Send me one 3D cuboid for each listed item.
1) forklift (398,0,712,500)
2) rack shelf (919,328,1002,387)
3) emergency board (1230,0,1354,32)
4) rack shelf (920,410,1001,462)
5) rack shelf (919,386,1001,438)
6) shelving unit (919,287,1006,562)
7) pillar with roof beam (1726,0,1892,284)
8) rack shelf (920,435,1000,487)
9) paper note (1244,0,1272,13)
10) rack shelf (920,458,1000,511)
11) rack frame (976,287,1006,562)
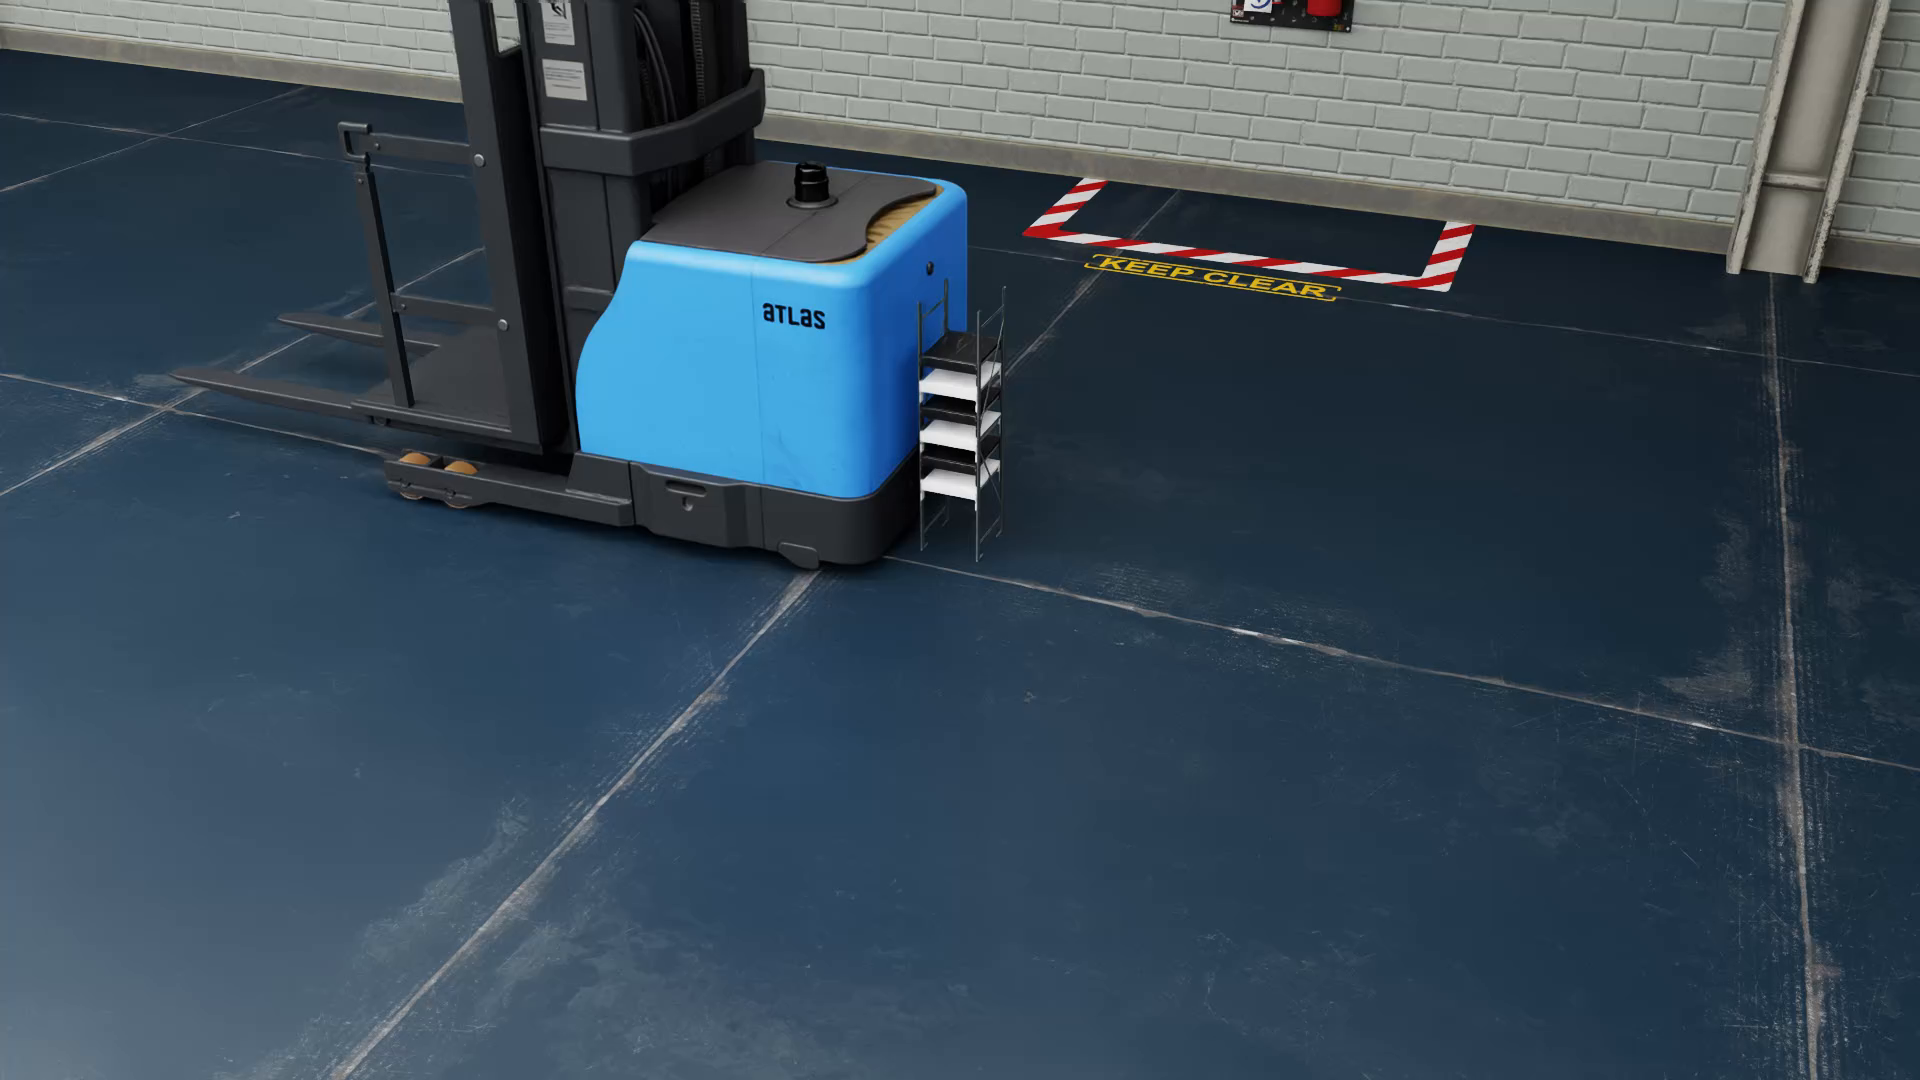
[{"bbox_3d":[-1.530,-1.620,5.638,3.031,2.935,1.121,10,31,18],"label":"forklift"},{"bbox_3d":[0.008,-0.596,5.409,0.200,0.077,0.258,11,31,19],"label":"rack shelf"},{"bbox_3d":[1.671,-3.106,8.197,0.643,1.169,0.194,11,31,19],"label":"emergency board"},{"bbox_3d":[0.008,-0.361,5.542,0.200,0.077,0.258,11,31,19],"label":"rack shelf"},{"bbox_3d":[0.008,-0.440,5.498,0.200,0.077,0.258,11,31,19],"label":"rack shelf"},{"bbox_3d":[-7.401,-3.354,10.769,18.469,0.900,6.000,11,31,19],"label":"shelving unit"},{"bbox_3d":[2.328,-3.280,2.408,0.400,9.000,9.100,11,31,19],"label":"pillar with roof beam"},{"bbox_3d":[0.008,-0.283,5.587,0.200,0.077,0.258,11,31,19],"label":"rack shelf"},{"bbox_3d":[1.533,-2.787,8.527,0.142,0.148,0.016,11,31,19],"label":"paper note"},{"bbox_3d":[-7.404,-3.082,10.924,18.464,0.275,6.000,11,31,19],"label":"rack shelf"},{"bbox_3d":[0.102,-0.371,5.493,0.006,0.900,0.240,11,31,19],"label":"rack frame"}]
